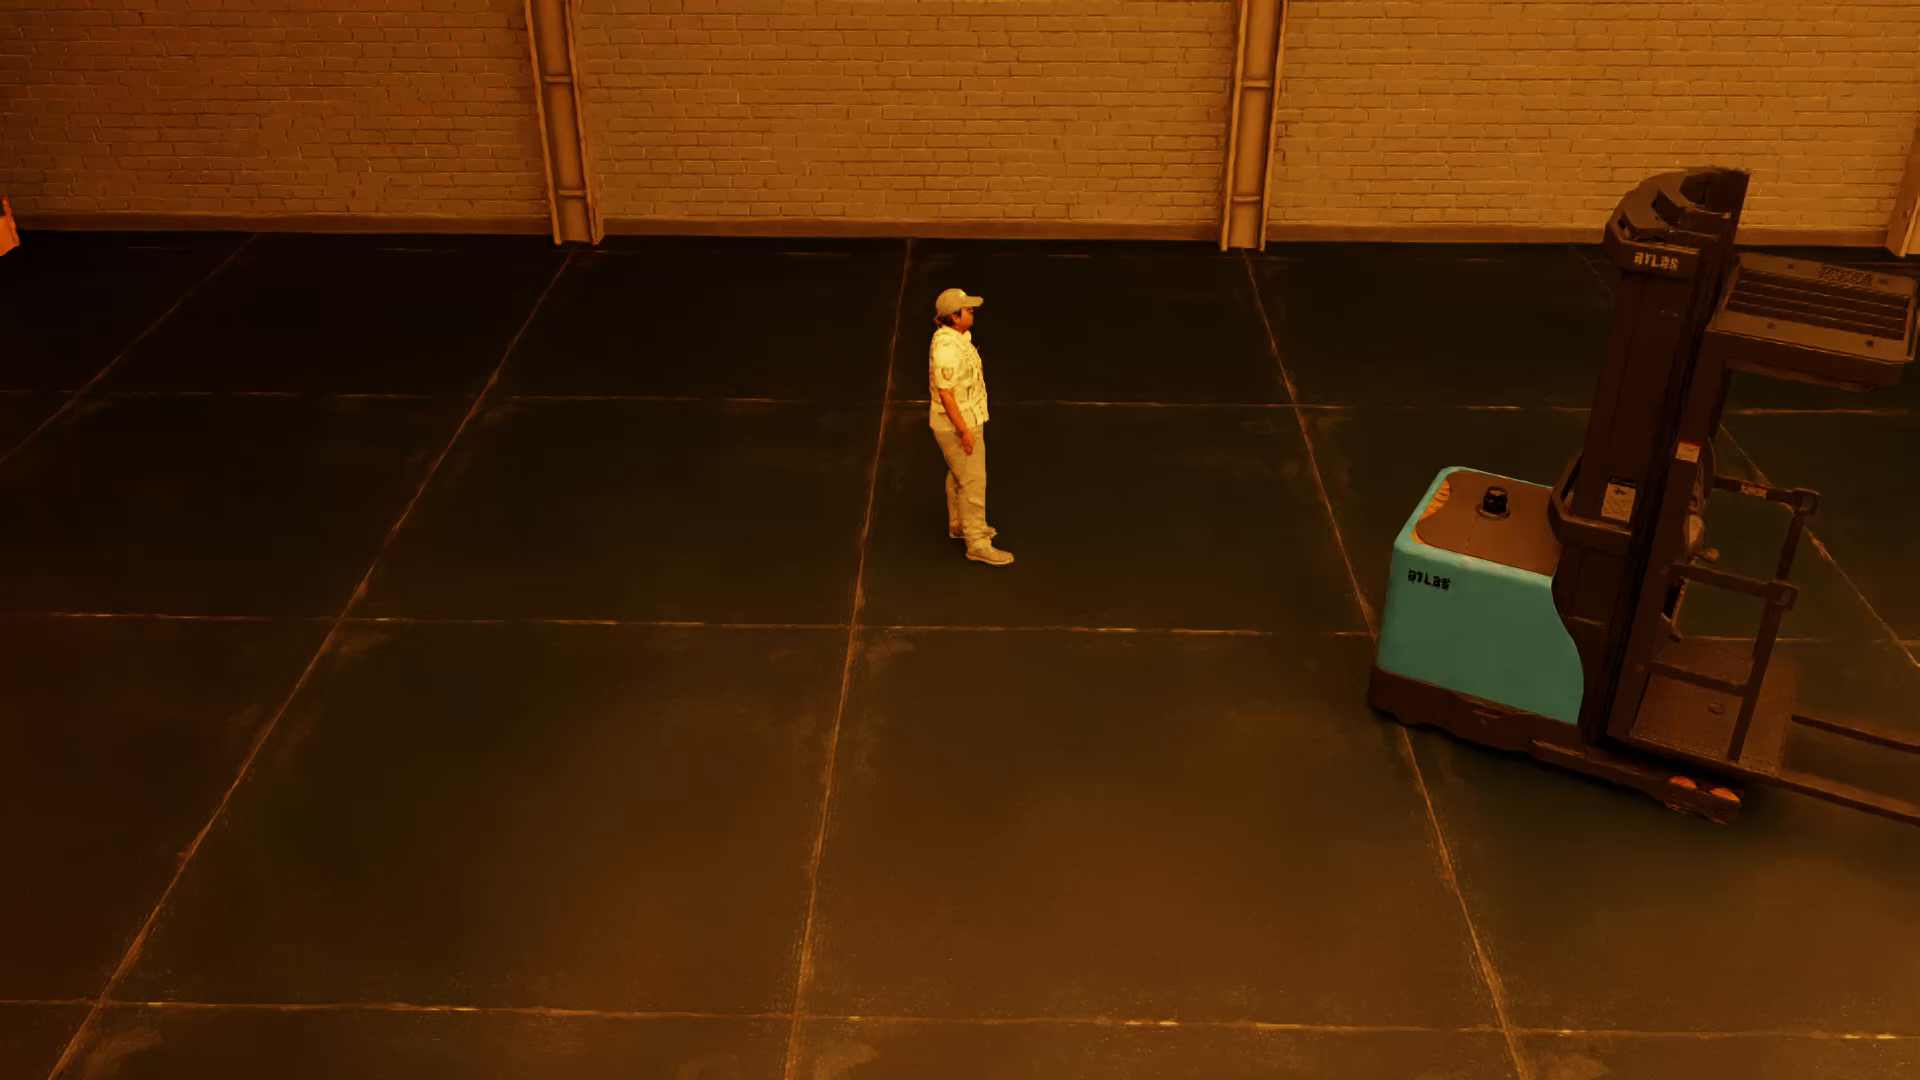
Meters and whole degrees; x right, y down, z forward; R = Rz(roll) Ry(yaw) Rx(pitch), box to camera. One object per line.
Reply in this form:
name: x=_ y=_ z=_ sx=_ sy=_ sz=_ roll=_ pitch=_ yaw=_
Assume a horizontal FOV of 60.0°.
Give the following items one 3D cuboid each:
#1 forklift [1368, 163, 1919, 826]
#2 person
forklift: x=3.727 y=-0.185 z=7.928 sx=3.031 sy=2.935 sz=1.130 roll=16 pitch=34 yaw=25
person: x=0.076 y=-0.712 z=10.052 sx=0.529 sy=1.669 sz=0.598 roll=1 pitch=31 yaw=1
